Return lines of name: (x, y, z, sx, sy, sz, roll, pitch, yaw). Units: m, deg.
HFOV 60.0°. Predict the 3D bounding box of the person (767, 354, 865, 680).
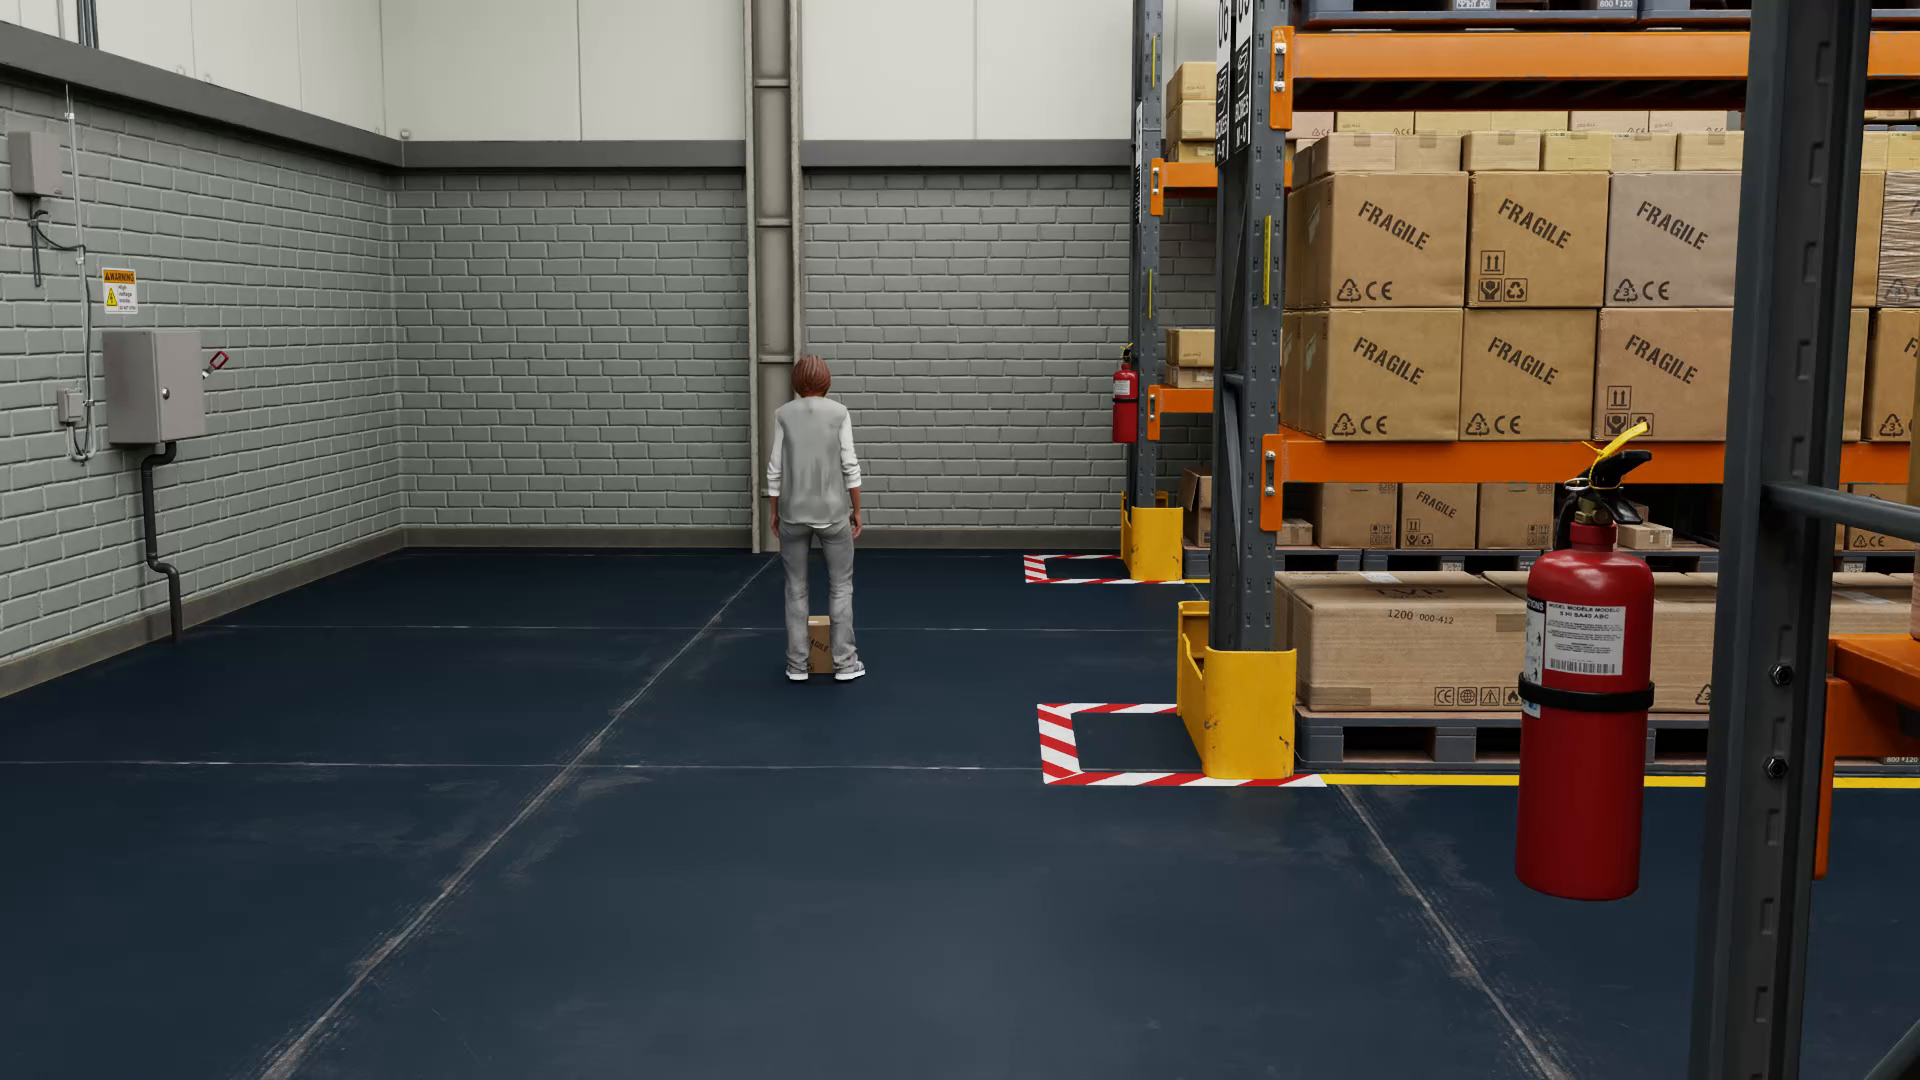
person: (-0.705, -0.104, 8.118, 0.455, 1.593, 0.343, 0, 7, 2)
